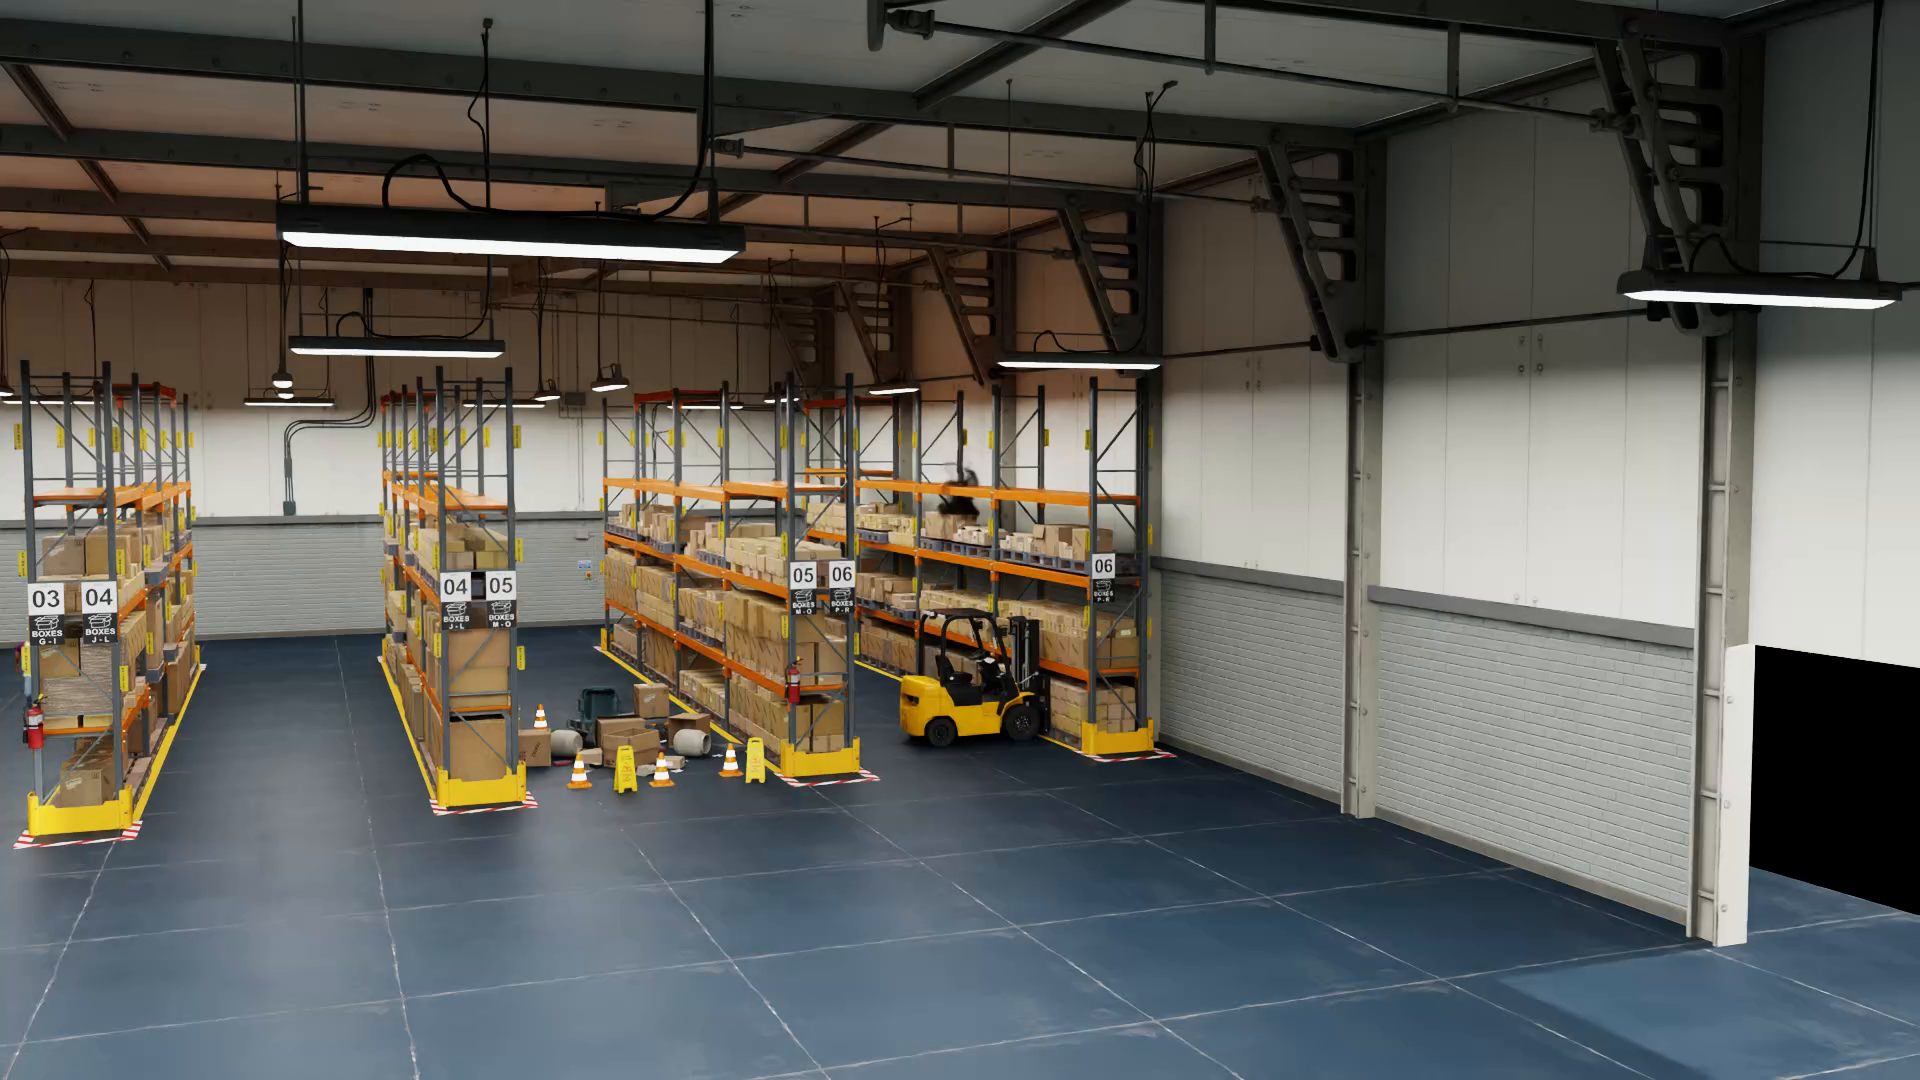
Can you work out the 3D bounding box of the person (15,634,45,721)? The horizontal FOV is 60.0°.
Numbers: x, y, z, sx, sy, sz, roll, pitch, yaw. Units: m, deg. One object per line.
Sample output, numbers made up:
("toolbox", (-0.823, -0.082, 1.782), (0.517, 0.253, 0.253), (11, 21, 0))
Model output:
("person", (-16.010, 2.397, 28.836), (0.729, 1.788, 0.838), (-1, 4, -18))
